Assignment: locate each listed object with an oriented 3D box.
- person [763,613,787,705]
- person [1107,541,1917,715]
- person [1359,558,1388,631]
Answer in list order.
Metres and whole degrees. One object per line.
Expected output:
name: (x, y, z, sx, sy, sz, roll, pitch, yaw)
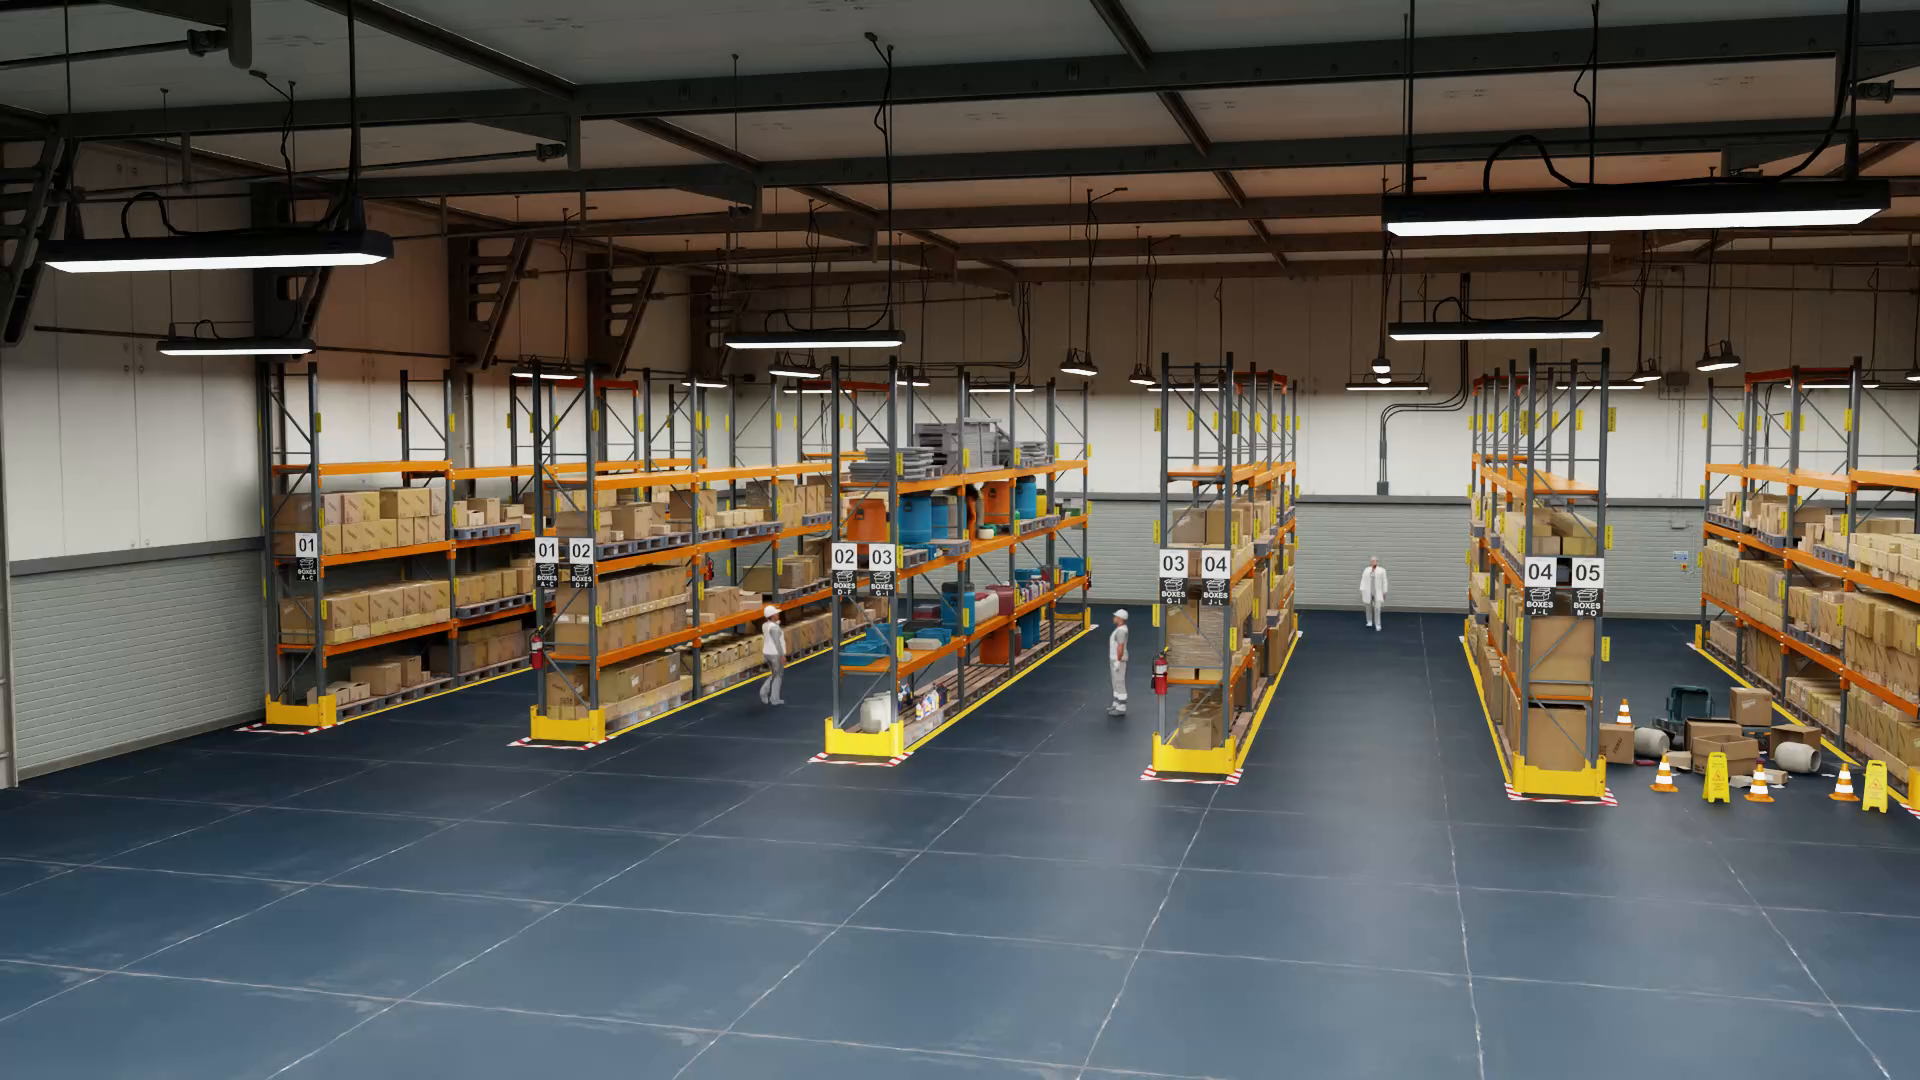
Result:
person: (-3.258, 2.075, 29.446, 0.448, 1.741, 0.556, -2, 5, -28)
person: (7.909, 1.504, 25.947, 9.923, 3.336, 7.275, -1, 4, -9)
person: (10.024, 1.309, 40.325, 0.670, 1.731, 0.983, 1, 4, 12)
